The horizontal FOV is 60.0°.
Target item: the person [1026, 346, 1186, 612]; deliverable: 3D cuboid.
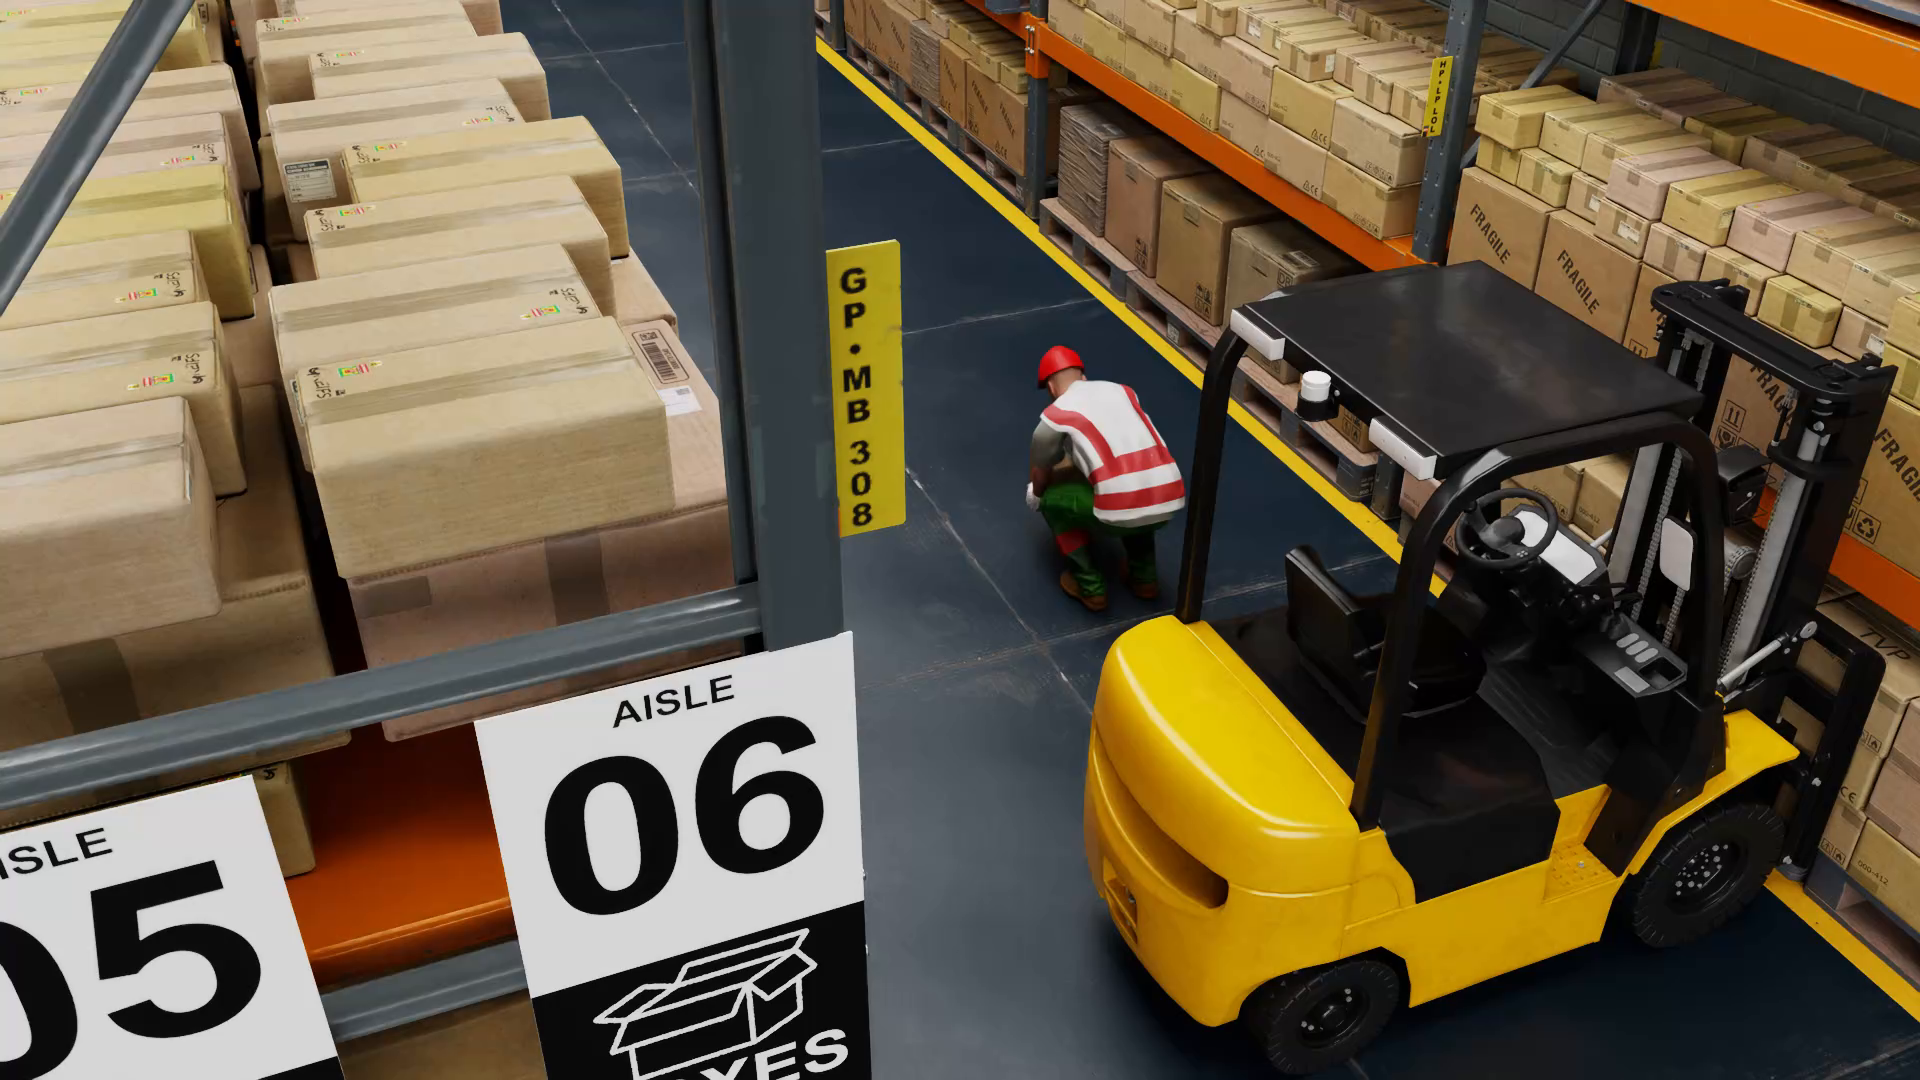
[{"bbox_3d":[0.610,-0.263,7.256,0.534,0.990,0.911,-14,36,-20],"label":"person"}]
